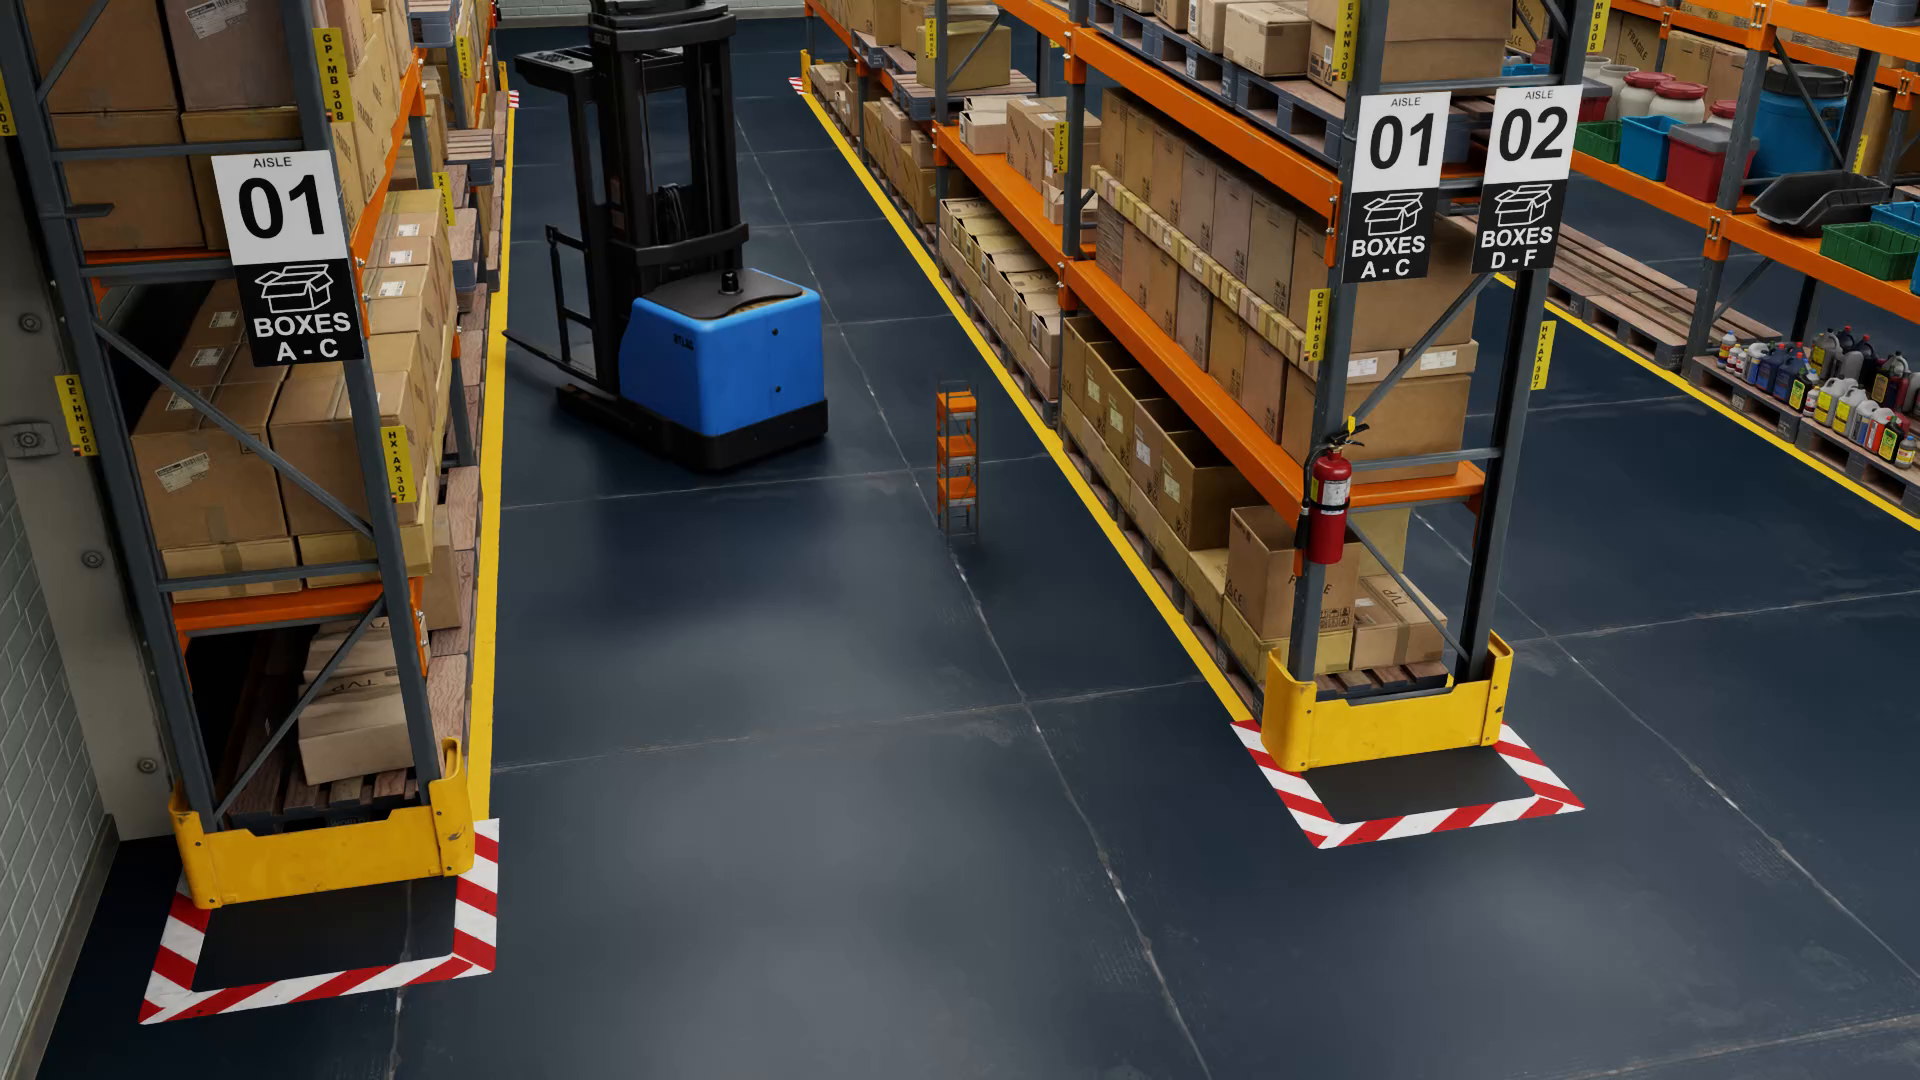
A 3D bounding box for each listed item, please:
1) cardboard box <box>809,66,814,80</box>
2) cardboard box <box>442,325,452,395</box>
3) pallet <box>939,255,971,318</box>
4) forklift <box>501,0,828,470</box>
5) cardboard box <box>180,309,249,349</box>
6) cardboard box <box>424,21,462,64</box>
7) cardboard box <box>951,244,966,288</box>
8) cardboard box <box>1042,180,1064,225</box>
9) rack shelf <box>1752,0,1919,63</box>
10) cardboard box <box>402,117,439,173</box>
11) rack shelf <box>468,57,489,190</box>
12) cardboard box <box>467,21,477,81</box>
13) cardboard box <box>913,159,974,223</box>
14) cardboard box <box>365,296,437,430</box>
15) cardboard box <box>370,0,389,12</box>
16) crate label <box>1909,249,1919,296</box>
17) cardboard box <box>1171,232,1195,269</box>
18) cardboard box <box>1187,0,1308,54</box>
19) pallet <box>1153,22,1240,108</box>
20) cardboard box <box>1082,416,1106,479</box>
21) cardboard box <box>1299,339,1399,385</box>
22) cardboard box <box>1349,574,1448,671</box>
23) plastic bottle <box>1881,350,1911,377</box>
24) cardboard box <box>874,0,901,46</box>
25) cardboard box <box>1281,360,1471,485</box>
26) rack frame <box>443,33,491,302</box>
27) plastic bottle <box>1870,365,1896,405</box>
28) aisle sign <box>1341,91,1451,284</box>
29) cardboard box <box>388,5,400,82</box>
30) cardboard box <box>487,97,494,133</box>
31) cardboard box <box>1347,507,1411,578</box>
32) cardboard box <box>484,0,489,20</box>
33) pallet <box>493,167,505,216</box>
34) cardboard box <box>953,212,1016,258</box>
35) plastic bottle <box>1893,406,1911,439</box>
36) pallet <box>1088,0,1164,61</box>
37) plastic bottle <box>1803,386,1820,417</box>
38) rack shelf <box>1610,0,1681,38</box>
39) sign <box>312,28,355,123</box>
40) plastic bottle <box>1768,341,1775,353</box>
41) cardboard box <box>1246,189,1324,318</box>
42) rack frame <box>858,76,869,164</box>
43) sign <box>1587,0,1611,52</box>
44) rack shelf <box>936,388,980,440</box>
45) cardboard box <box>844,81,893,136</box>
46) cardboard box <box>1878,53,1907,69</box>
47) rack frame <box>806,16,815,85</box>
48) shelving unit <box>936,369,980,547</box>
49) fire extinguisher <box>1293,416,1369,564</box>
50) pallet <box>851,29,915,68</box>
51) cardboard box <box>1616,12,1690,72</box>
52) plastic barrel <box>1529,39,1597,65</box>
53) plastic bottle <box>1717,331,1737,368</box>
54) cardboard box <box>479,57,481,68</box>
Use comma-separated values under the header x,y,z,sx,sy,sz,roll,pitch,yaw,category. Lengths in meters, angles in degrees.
x,y,z,sx,sy,sz,roll,pitch,yaw,category
-1.762,-6.087,21.657,0.380,0.149,0.250,-6,27,-12,cardboard box
-3.008,-0.936,8.919,0.500,0.250,0.500,-6,27,-12,cardboard box
0.429,-2.260,14.493,1.003,0.211,1.213,-6,27,-12,pallet
-2.299,-2.345,11.643,1.130,2.935,3.031,-23,35,-38,forklift
-3.279,-0.764,7.747,0.500,0.500,0.500,-7,28,-13,cardboard box
-4.401,-4.125,13.798,0.500,0.250,0.500,-5,27,-10,cardboard box
0.228,-2.350,14.162,0.500,0.250,0.500,-7,28,-13,cardboard box
0.806,-2.422,11.868,0.396,0.266,0.258,-7,28,-13,cardboard box
6.461,-2.755,9.850,1.077,0.370,4.000,-6,27,-12,rack shelf
-4.021,-2.609,11.492,0.700,0.500,0.500,-2,27,-5,cardboard box
-4.994,-3.922,15.491,1.077,0.370,4.000,-6,27,-12,rack shelf
-4.748,-4.468,15.309,0.500,0.500,0.500,-5,27,-10,cardboard box
-0.158,-3.337,15.819,0.500,0.500,0.500,-5,27,-10,cardboard box
-2.767,-0.816,7.849,0.500,0.500,0.500,-7,28,-13,cardboard box
-3.003,-2.788,7.874,0.500,0.500,0.500,-7,28,-13,cardboard box
6.233,-1.656,10.162,0.502,0.435,0.616,-6,27,-12,crate label
1.408,-1.631,9.322,0.380,0.149,0.250,-6,27,-12,cardboard box
1.443,-2.630,8.281,0.500,0.311,0.500,-3,27,-6,cardboard box
1.672,-2.507,8.658,1.003,0.211,1.213,-6,27,-12,pallet
1.100,-0.620,10.734,0.500,0.250,0.500,-6,27,-12,cardboard box
1.813,-0.841,7.756,0.380,0.149,0.250,-6,27,-12,cardboard box
2.181,0.424,8.667,0.500,0.250,0.500,-6,27,-12,cardboard box
6.552,-1.150,11.651,0.144,0.351,0.185,-6,27,-12,plastic bottle
-0.514,-5.332,16.908,0.700,0.500,0.500,-2,27,-3,cardboard box
1.992,-0.609,8.017,0.700,0.500,0.500,-6,27,-12,cardboard box
-4.544,-3.366,13.589,1.000,3.000,0.127,-6,27,-12,rack frame
6.458,-1.098,11.623,0.061,0.283,0.133,-6,27,-12,plastic bottle
1.813,-1.460,6.929,0.394,0.787,0.004,-6,27,-12,aisle sign
-3.186,-2.582,8.575,0.500,0.500,0.500,-8,28,-16,cardboard box
-5.624,-4.753,18.645,0.700,0.500,0.500,-6,27,-12,cardboard box
2.066,-0.130,8.932,0.500,0.500,0.500,-6,27,-12,cardboard box
-6.047,-6.470,19.407,0.980,0.700,0.700,-6,27,-12,cardboard box
-5.198,-3.546,17.040,1.003,0.211,1.213,-6,27,-12,pallet
0.240,-2.591,14.018,0.500,0.311,0.500,-7,28,-13,cardboard box
6.144,-0.730,10.893,0.061,0.283,0.133,-6,27,-12,plastic bottle
1.401,-3.042,9.717,1.003,0.211,1.213,-6,27,-12,pallet
5.871,-0.957,11.434,0.097,0.201,0.097,0,27,0,plastic bottle
8.582,-7.187,21.959,1.077,0.370,4.000,-6,27,-12,rack shelf
-2.212,-1.638,5.867,0.100,0.325,0.005,-6,27,-12,sign
5.858,-1.287,11.997,0.061,0.283,0.133,-6,27,-12,plastic bottle
1.856,-1.442,8.227,0.700,0.500,0.500,-7,28,-13,cardboard box
-0.620,-5.626,18.068,1.000,3.000,0.127,-6,27,-12,rack frame
2.627,-2.177,6.846,0.100,0.325,0.005,-6,27,-12,sign
-0.012,-0.736,9.937,0.215,0.259,0.240,-6,27,-12,rack shelf
-1.024,-4.928,18.970,0.500,0.500,0.500,-6,27,-12,cardboard box
9.581,-5.111,16.935,0.500,0.500,0.500,-5,27,-10,cardboard box
-1.521,-7.382,21.547,1.000,3.000,0.127,-6,27,-12,rack frame
-0.012,-0.492,10.060,0.215,1.050,0.252,-6,27,-12,shelving unit
1.659,-0.225,7.452,0.296,0.674,0.183,-6,27,-12,fire extinguisher
-0.546,-5.179,17.394,1.003,0.211,1.213,-6,27,-12,pallet
8.962,-6.167,21.032,0.875,0.875,0.875,-6,27,-12,cardboard box
5.508,-4.259,15.209,0.600,0.536,0.708,-6,27,-12,plastic barrel
5.655,-1.410,12.253,0.097,0.271,0.097,0,27,0,plastic bottle
-5.013,-4.790,16.668,0.380,0.149,0.250,-5,27,-11,cardboard box
